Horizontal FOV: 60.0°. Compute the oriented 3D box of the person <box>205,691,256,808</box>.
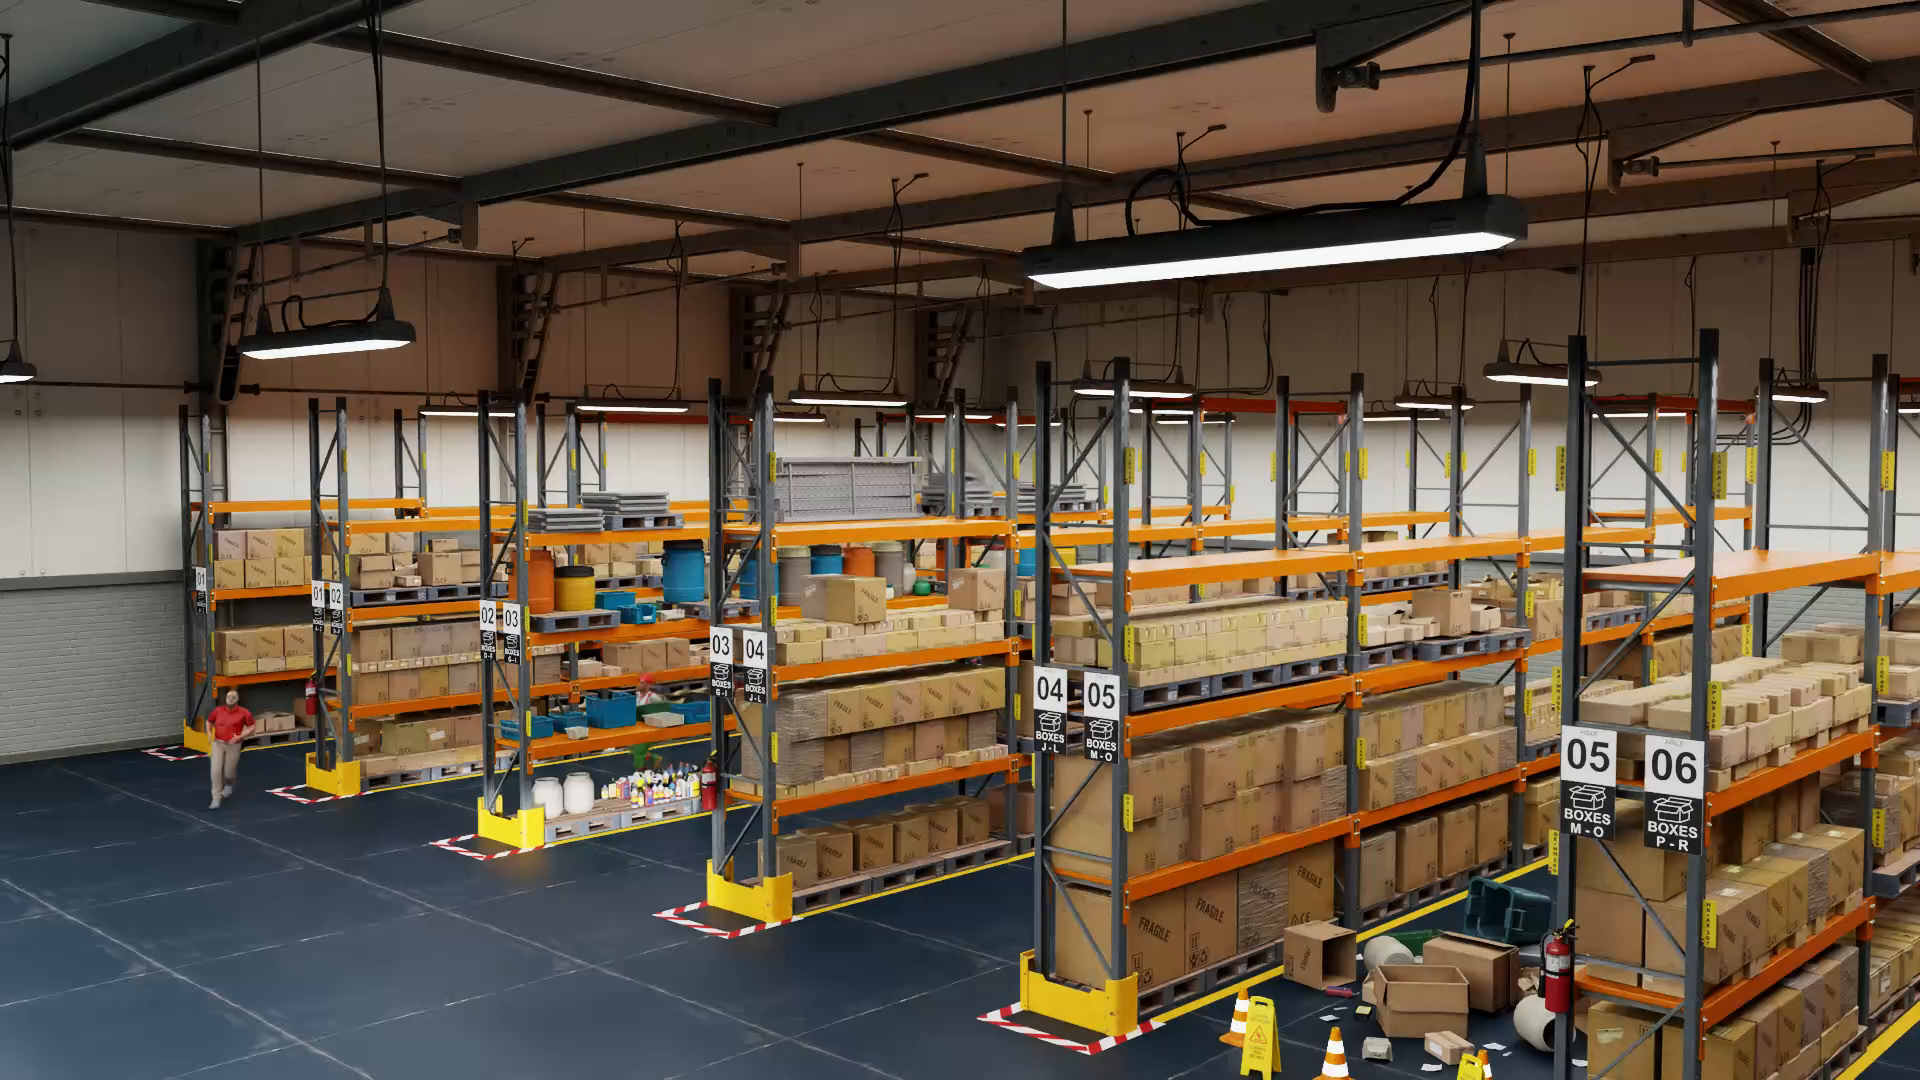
[{"bbox_3d":[-10.752,3.054,24.508,0.705,1.695,0.750,-1,3,-10],"label":"person"}]

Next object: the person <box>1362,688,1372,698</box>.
[{"bbox_3d":[6.143,2.995,25.089,0.642,1.780,0.783,3,4,40],"label":"person"}]

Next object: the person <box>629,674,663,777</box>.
[{"bbox_3d":[-4.857,2.942,25.698,0.656,1.749,0.647,2,4,38],"label":"person"}]
